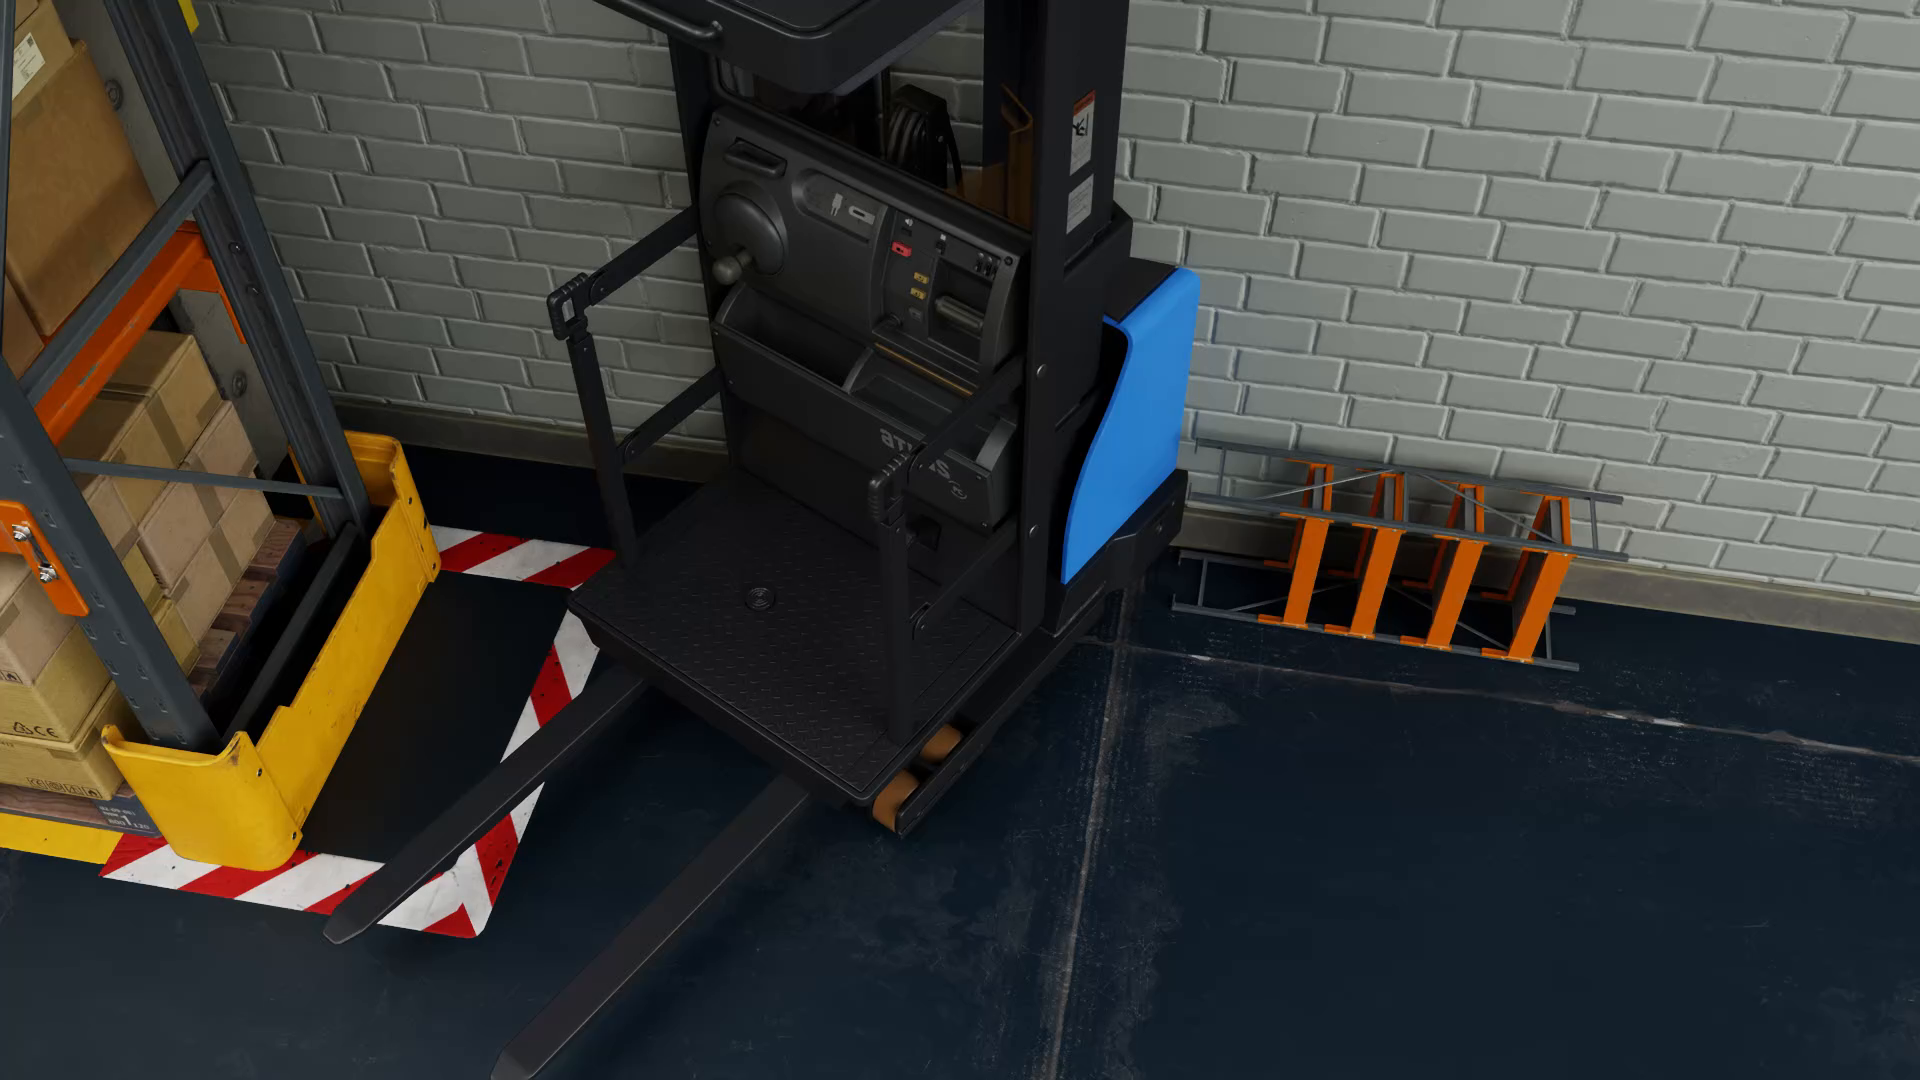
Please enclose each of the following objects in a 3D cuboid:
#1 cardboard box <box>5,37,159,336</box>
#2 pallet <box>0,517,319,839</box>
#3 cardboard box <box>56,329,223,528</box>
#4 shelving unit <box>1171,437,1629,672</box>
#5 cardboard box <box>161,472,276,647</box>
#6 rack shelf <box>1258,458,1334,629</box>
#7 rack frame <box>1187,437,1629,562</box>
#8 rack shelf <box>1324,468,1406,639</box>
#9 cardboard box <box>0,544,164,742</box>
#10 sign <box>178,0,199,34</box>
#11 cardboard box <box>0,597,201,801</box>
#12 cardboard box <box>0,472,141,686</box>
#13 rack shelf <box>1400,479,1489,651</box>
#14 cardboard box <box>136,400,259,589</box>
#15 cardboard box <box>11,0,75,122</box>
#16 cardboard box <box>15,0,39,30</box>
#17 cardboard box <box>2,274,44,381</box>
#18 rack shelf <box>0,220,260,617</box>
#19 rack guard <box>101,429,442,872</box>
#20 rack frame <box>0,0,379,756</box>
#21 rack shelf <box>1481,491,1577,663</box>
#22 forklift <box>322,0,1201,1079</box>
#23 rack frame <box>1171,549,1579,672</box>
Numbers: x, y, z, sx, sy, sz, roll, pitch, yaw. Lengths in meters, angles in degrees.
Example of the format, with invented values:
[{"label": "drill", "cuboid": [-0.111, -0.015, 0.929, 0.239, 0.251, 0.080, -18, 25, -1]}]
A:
[{"label": "cardboard box", "cuboid": [-2.340, -0.863, 3.942, 0.500, 0.500, 0.500, 9, 49, 8]}, {"label": "pallet", "cuboid": [-2.661, 0.300, 4.838, 1.213, 0.211, 1.003, 8, 49, 7]}, {"label": "cardboard box", "cuboid": [-2.341, -0.319, 4.414, 0.500, 0.250, 0.500, 7, 48, 6]}, {"label": "shelving unit", "cuboid": [1.253, 0.045, 4.863, 1.200, 0.503, 0.258, 8, 49, 8]}, {"label": "cardboard box", "cuboid": [-2.350, 0.010, 4.791, 0.500, 0.250, 0.500, 8, 49, 7]}, {"label": "rack shelf", "cuboid": [0.992, 0.006, 4.897, 0.148, 0.480, 0.258, 8, 49, 8]}, {"label": "rack frame", "cuboid": [1.253, -0.118, 4.681, 1.200, 0.015, 0.240, 8, 49, 8]}, {"label": "rack shelf", "cuboid": [1.187, 0.035, 4.871, 0.148, 0.480, 0.258, 8, 49, 8]}, {"label": "cardboard box", "cuboid": [-2.436, 0.215, 4.270, 0.500, 0.250, 0.500, 7, 48, 6]}, {"label": "sign", "cuboid": [-1.797, -1.282, 3.750, 0.005, 0.325, 0.100, 8, 49, 7]}, {"label": "cardboard box", "cuboid": [-2.420, 0.387, 4.452, 0.500, 0.250, 0.500, 8, 49, 7]}, {"label": "cardboard box", "cuboid": [-2.410, 0.051, 4.082, 0.500, 0.250, 0.500, 9, 49, 8]}, {"label": "rack shelf", "cuboid": [1.406, 0.068, 4.842, 0.148, 0.480, 0.258, 8, 49, 8]}, {"label": "cardboard box", "cuboid": [-2.327, -0.164, 4.611, 0.500, 0.250, 0.500, 8, 49, 8]}, {"label": "cardboard box", "cuboid": [-2.189, -1.046, 3.670, 0.250, 0.149, 0.380, 7, 48, 6]}, {"label": "cardboard box", "cuboid": [-2.194, -1.111, 3.529, 0.250, 0.149, 0.380, 7, 48, 6]}, {"label": "cardboard box", "cuboid": [-2.432, -0.467, 3.586, 0.500, 0.500, 0.500, 7, 48, 6]}, {"label": "rack shelf", "cuboid": [-3.870, -0.585, 4.243, 4.000, 0.370, 1.077, 8, 49, 7]}, {"label": "rack guard", "cuboid": [-1.878, 0.278, 4.664, 0.348, 0.500, 1.175, 8, 49, 7]}, {"label": "rack frame", "cuboid": [-1.901, -0.561, 3.738, 0.127, 3.000, 1.000, 8, 49, 7]}, {"label": "rack shelf", "cuboid": [1.638, 0.102, 4.811, 0.148, 0.480, 0.258, 8, 49, 8]}, {"label": "forklift", "cuboid": [-0.384, -0.608, 3.826, 1.130, 2.935, 3.031, 30, 55, 24]}, {"label": "rack frame", "cuboid": [1.253, 0.208, 5.044, 1.200, 0.015, 0.240, 8, 49, 8]}]
